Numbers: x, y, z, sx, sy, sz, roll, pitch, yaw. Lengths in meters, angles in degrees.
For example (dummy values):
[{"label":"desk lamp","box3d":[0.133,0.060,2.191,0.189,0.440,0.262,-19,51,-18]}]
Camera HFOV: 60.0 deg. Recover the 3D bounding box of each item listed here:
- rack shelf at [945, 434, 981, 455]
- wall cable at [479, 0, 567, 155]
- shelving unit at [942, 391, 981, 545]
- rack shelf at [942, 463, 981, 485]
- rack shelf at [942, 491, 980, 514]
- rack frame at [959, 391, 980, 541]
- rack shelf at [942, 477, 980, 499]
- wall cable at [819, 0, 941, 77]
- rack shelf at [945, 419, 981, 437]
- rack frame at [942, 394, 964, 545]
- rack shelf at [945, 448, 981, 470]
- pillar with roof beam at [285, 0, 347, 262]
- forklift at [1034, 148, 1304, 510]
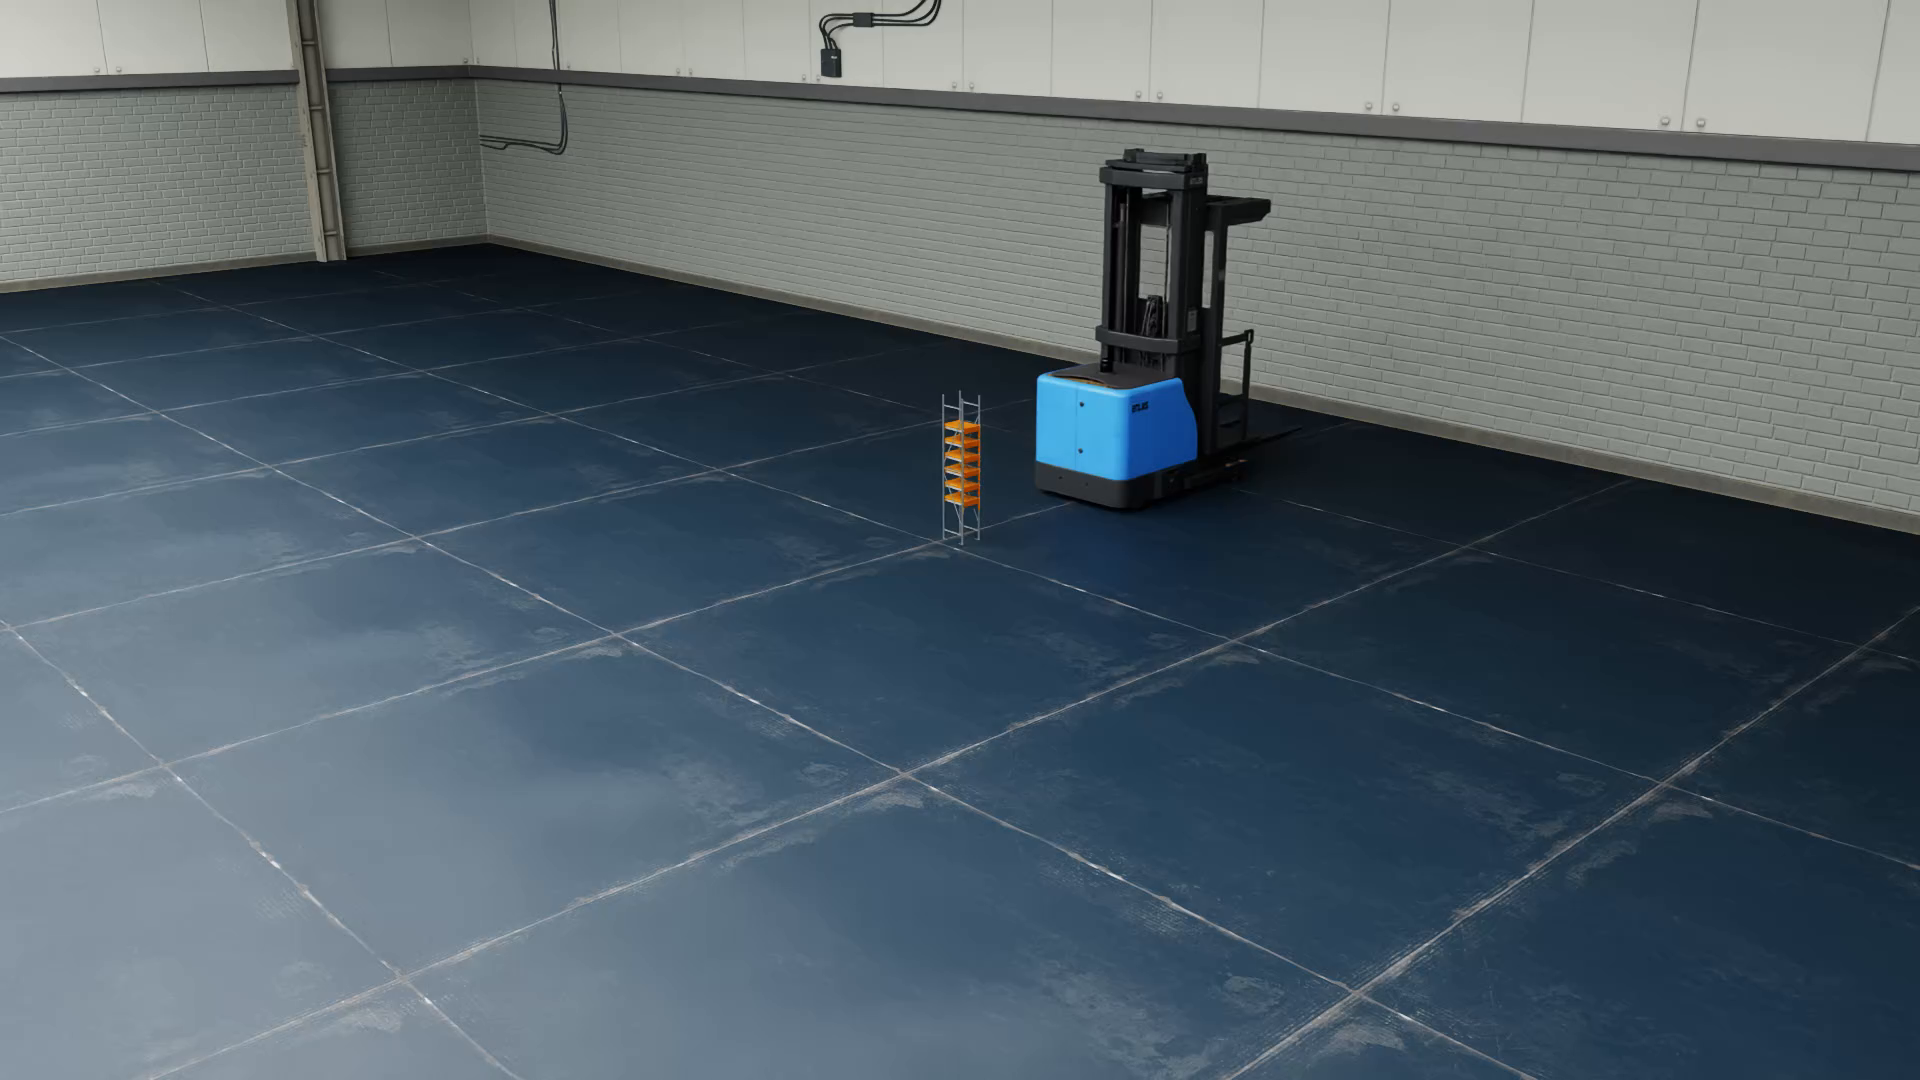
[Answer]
[{"label":"rack shelf","box3d":[0.011,-0.760,13.249,0.180,0.103,0.258,-16,24,-41]},{"label":"wall cable","box3d":[-7.554,-7.856,28.159,0.112,2.526,3.097,-16,24,-41]},{"label":"shelving unit","box3d":[0.011,-0.574,13.309,0.189,1.200,0.258,-16,24,-41]},{"label":"rack shelf","box3d":[0.011,-0.532,13.323,0.180,0.103,0.258,-16,24,-41]},{"label":"rack shelf","box3d":[0.011,-0.303,13.397,0.180,0.103,0.258,-16,24,-41]},{"label":"rack frame","box3d":[0.077,-0.593,13.369,0.006,1.200,0.240,-16,24,-41]},{"label":"rack shelf","box3d":[0.011,-0.417,13.360,0.180,0.103,0.258,-16,24,-41]},{"label":"wall cable","box3d":[-1.043,-8.820,20.583,0.169,6.003,2.305,-16,24,-41]},{"label":"rack shelf","box3d":[0.011,-0.874,13.212,0.180,0.103,0.258,-16,24,-41]},{"label":"rack frame","box3d":[-0.056,-0.554,13.249,0.006,1.200,0.240,-16,24,-41]},{"label":"rack shelf","box3d":[0.011,-0.646,13.286,0.180,0.103,0.258,-16,24,-41]},{"label":"pillar with roof beam","box3d":[-7.646,-8.040,23.693,0.400,9.000,9.100,-16,24,-41]},{"label":"forklift","box3d":[2.046,-2.027,14.983,1.130,2.935,3.031,17,24,42]}]
